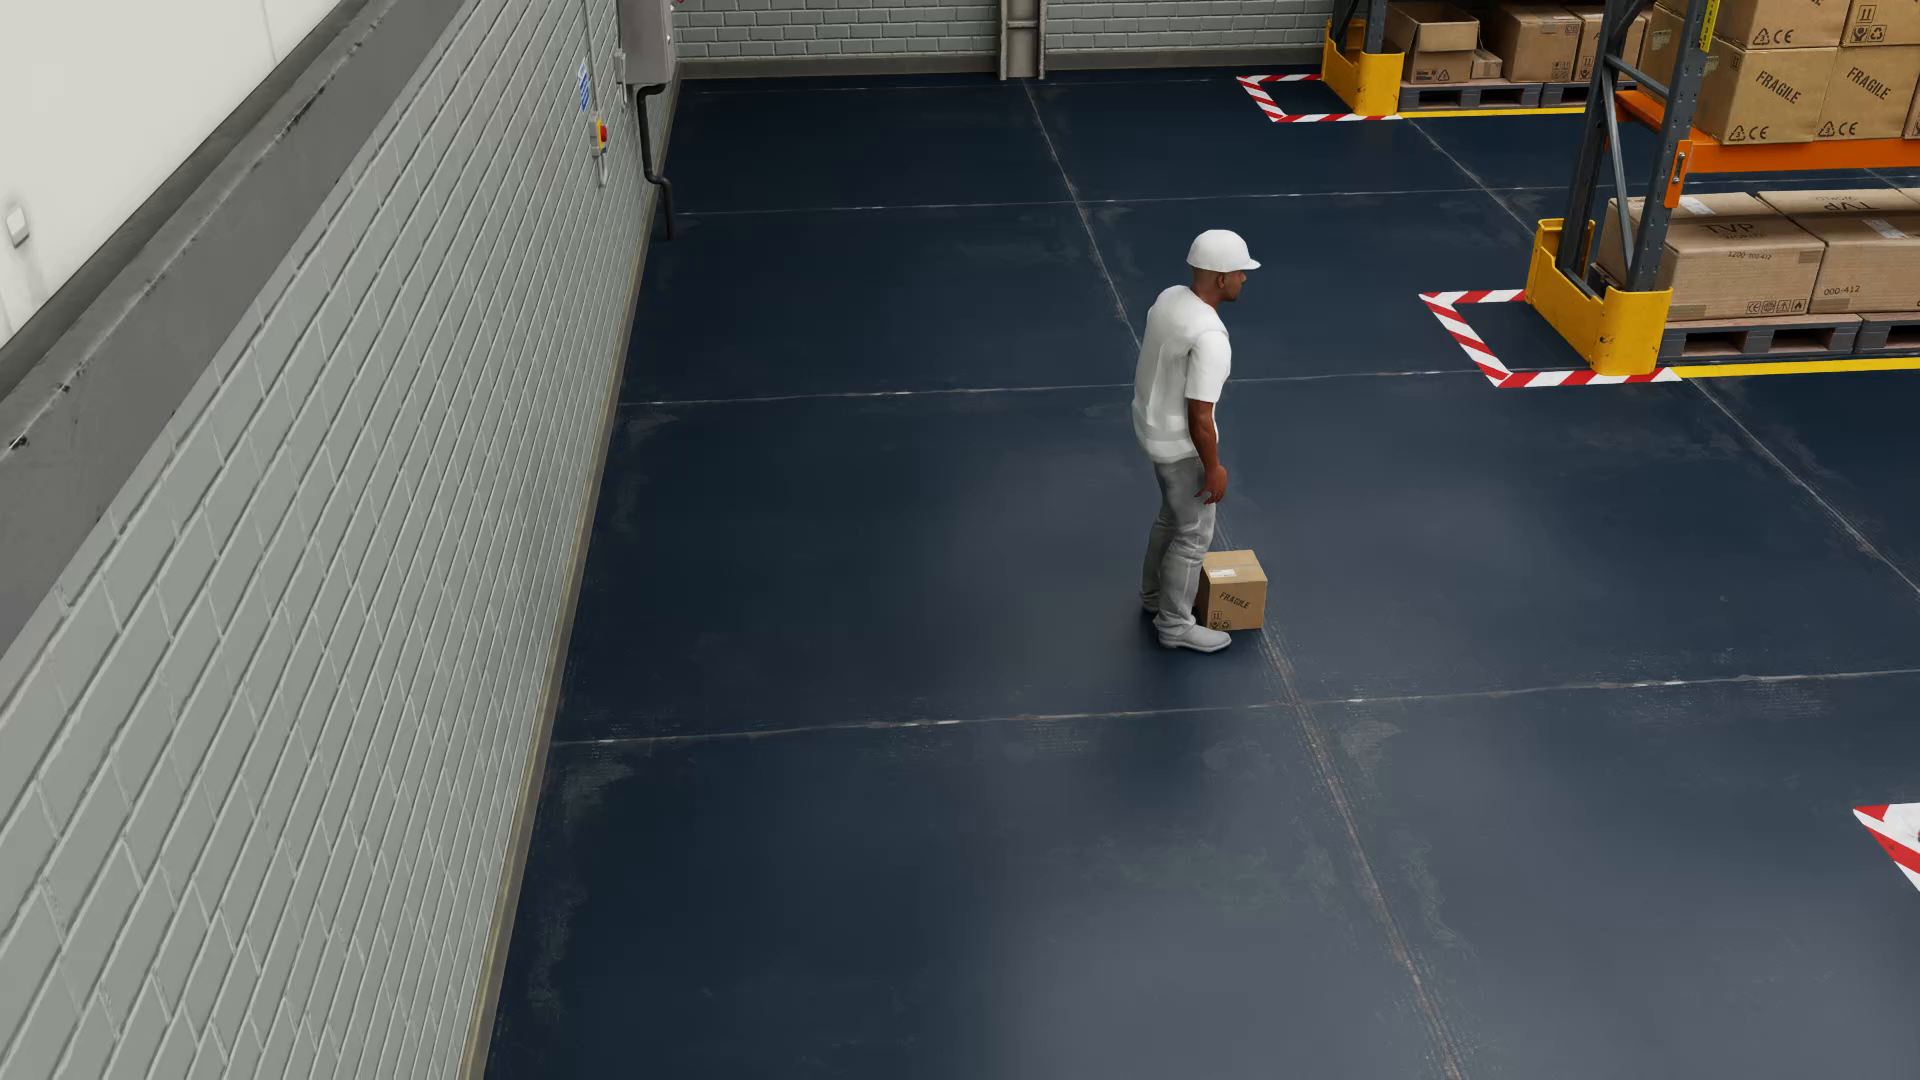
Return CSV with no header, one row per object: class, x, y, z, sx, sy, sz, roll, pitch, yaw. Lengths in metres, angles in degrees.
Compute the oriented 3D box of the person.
person,0.944,-0.417,6.812,0.460,1.760,0.634,-5,31,-8
